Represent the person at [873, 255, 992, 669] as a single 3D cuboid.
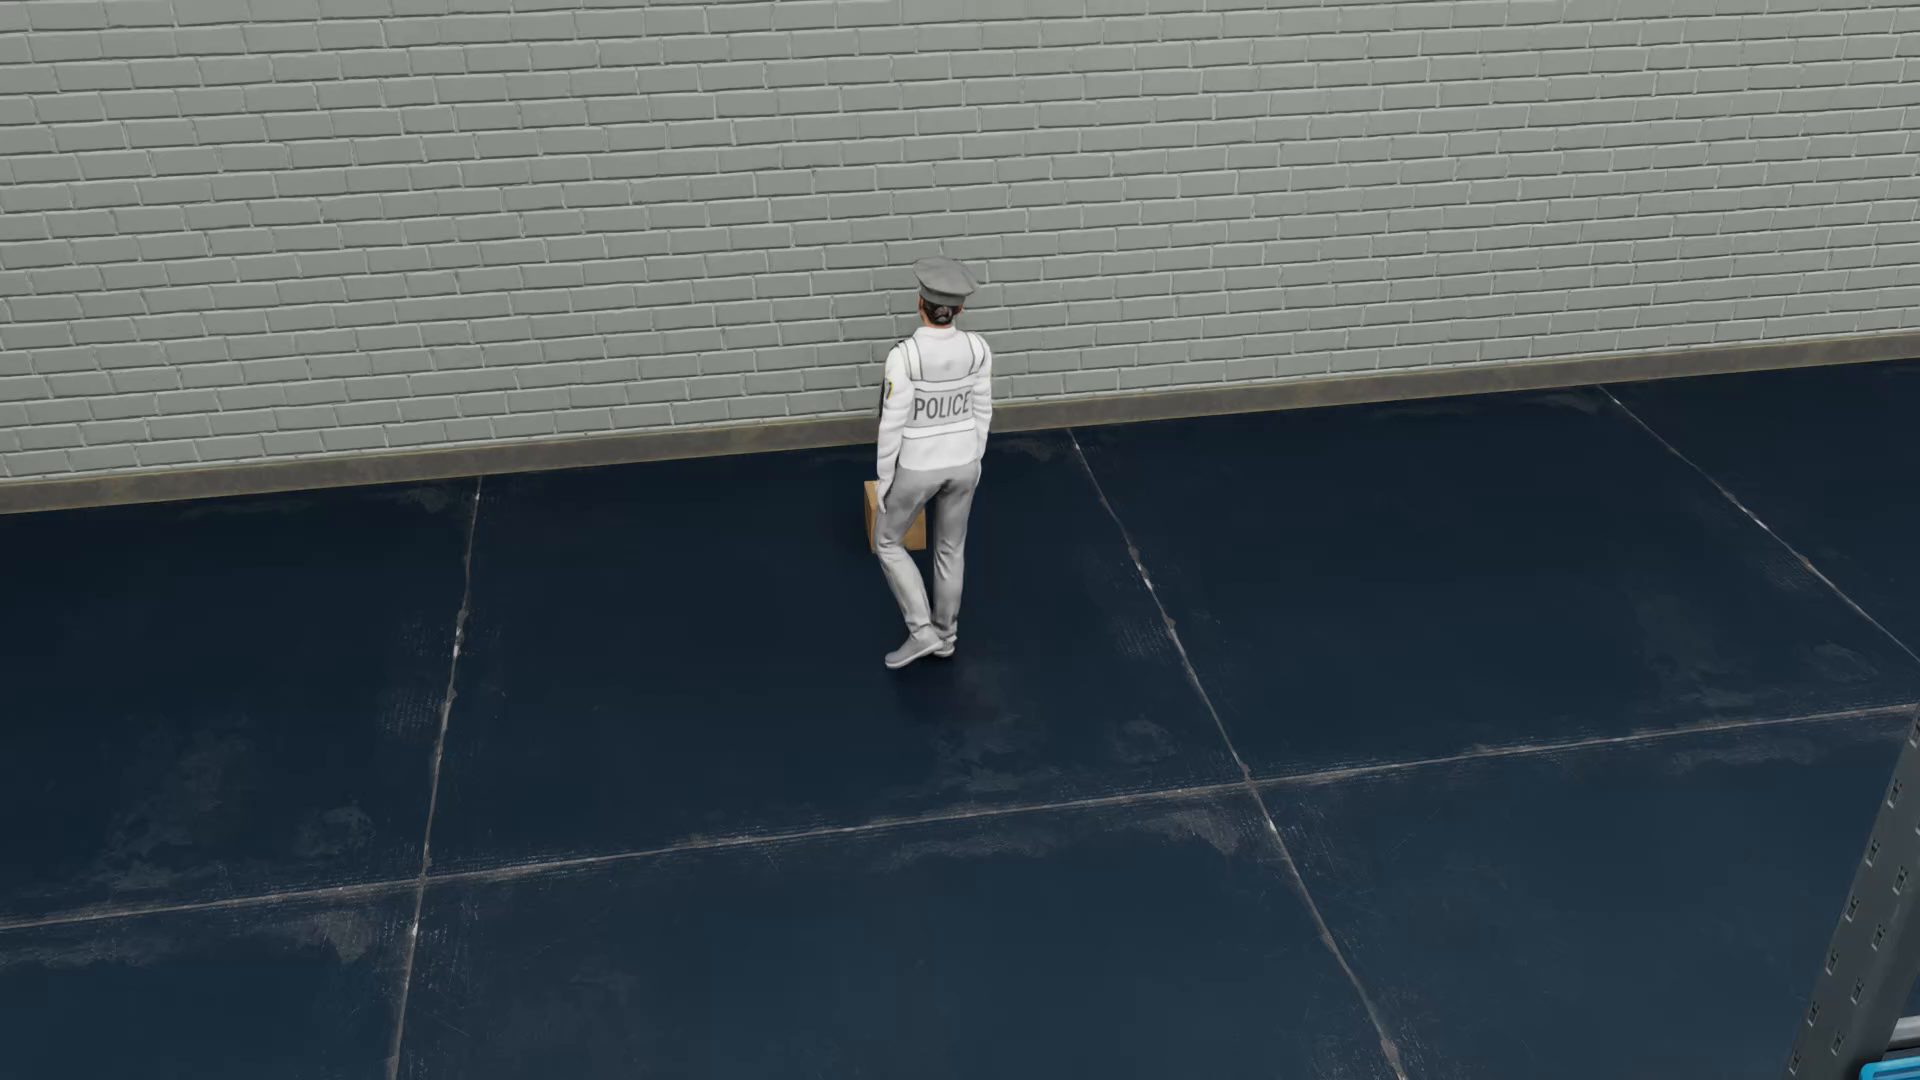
[{"bbox_3d":[-0.091,-0.255,6.510,0.512,1.659,0.449,-11,33,-18],"label":"person"}]
